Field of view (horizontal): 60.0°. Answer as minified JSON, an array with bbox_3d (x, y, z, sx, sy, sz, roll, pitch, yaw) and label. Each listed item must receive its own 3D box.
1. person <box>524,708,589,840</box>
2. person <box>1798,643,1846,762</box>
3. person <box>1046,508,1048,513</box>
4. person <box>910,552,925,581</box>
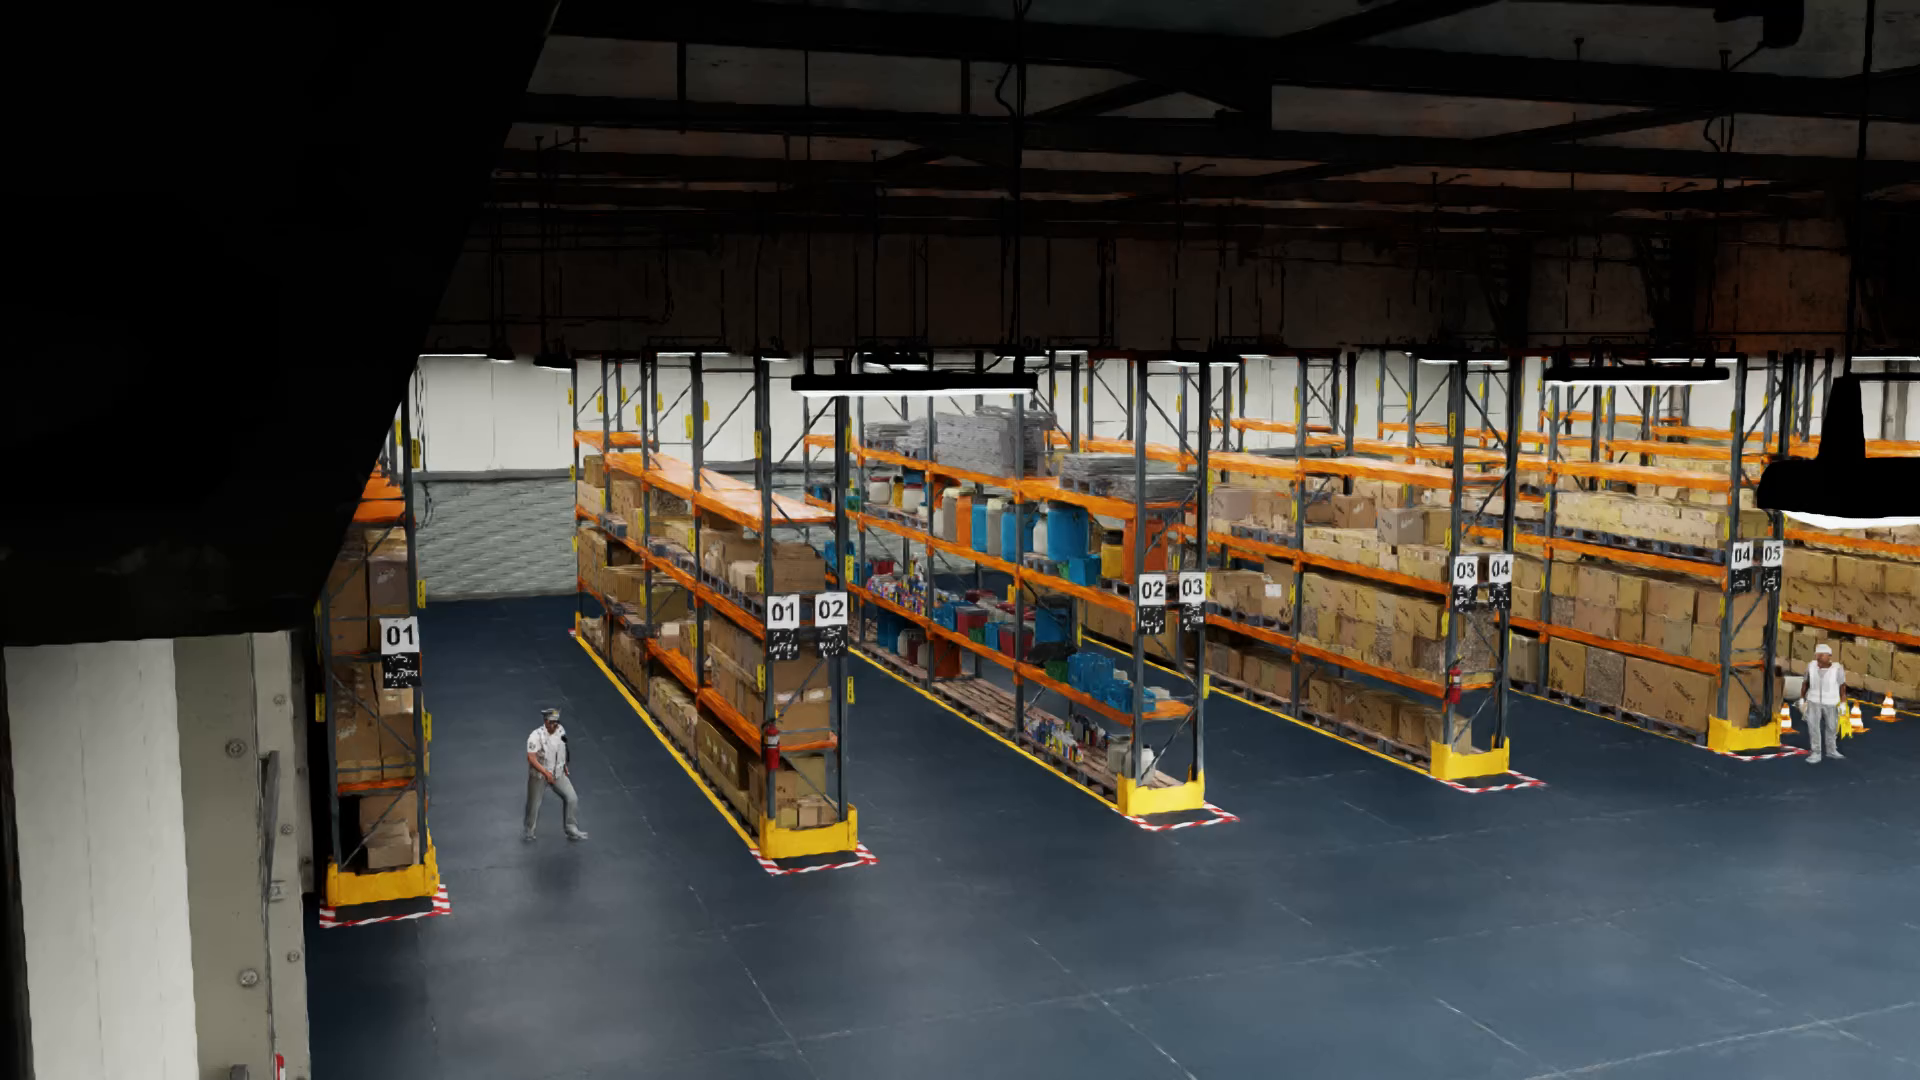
[{"bbox_3d":[-5.131,2.906,20.761,0.670,1.703,0.771,-7,10,-42],"label":"person"},{"bbox_3d":[12.808,2.399,24.659,0.660,1.779,0.556,5,9,37],"label":"person"},{"bbox_3d":[2.395,-0.012,43.881,0.567,1.764,0.737,2,7,18],"label":"person"},{"bbox_3d":[-1.015,1.024,36.300,0.497,1.583,1.090,-2,7,-18],"label":"person"}]
